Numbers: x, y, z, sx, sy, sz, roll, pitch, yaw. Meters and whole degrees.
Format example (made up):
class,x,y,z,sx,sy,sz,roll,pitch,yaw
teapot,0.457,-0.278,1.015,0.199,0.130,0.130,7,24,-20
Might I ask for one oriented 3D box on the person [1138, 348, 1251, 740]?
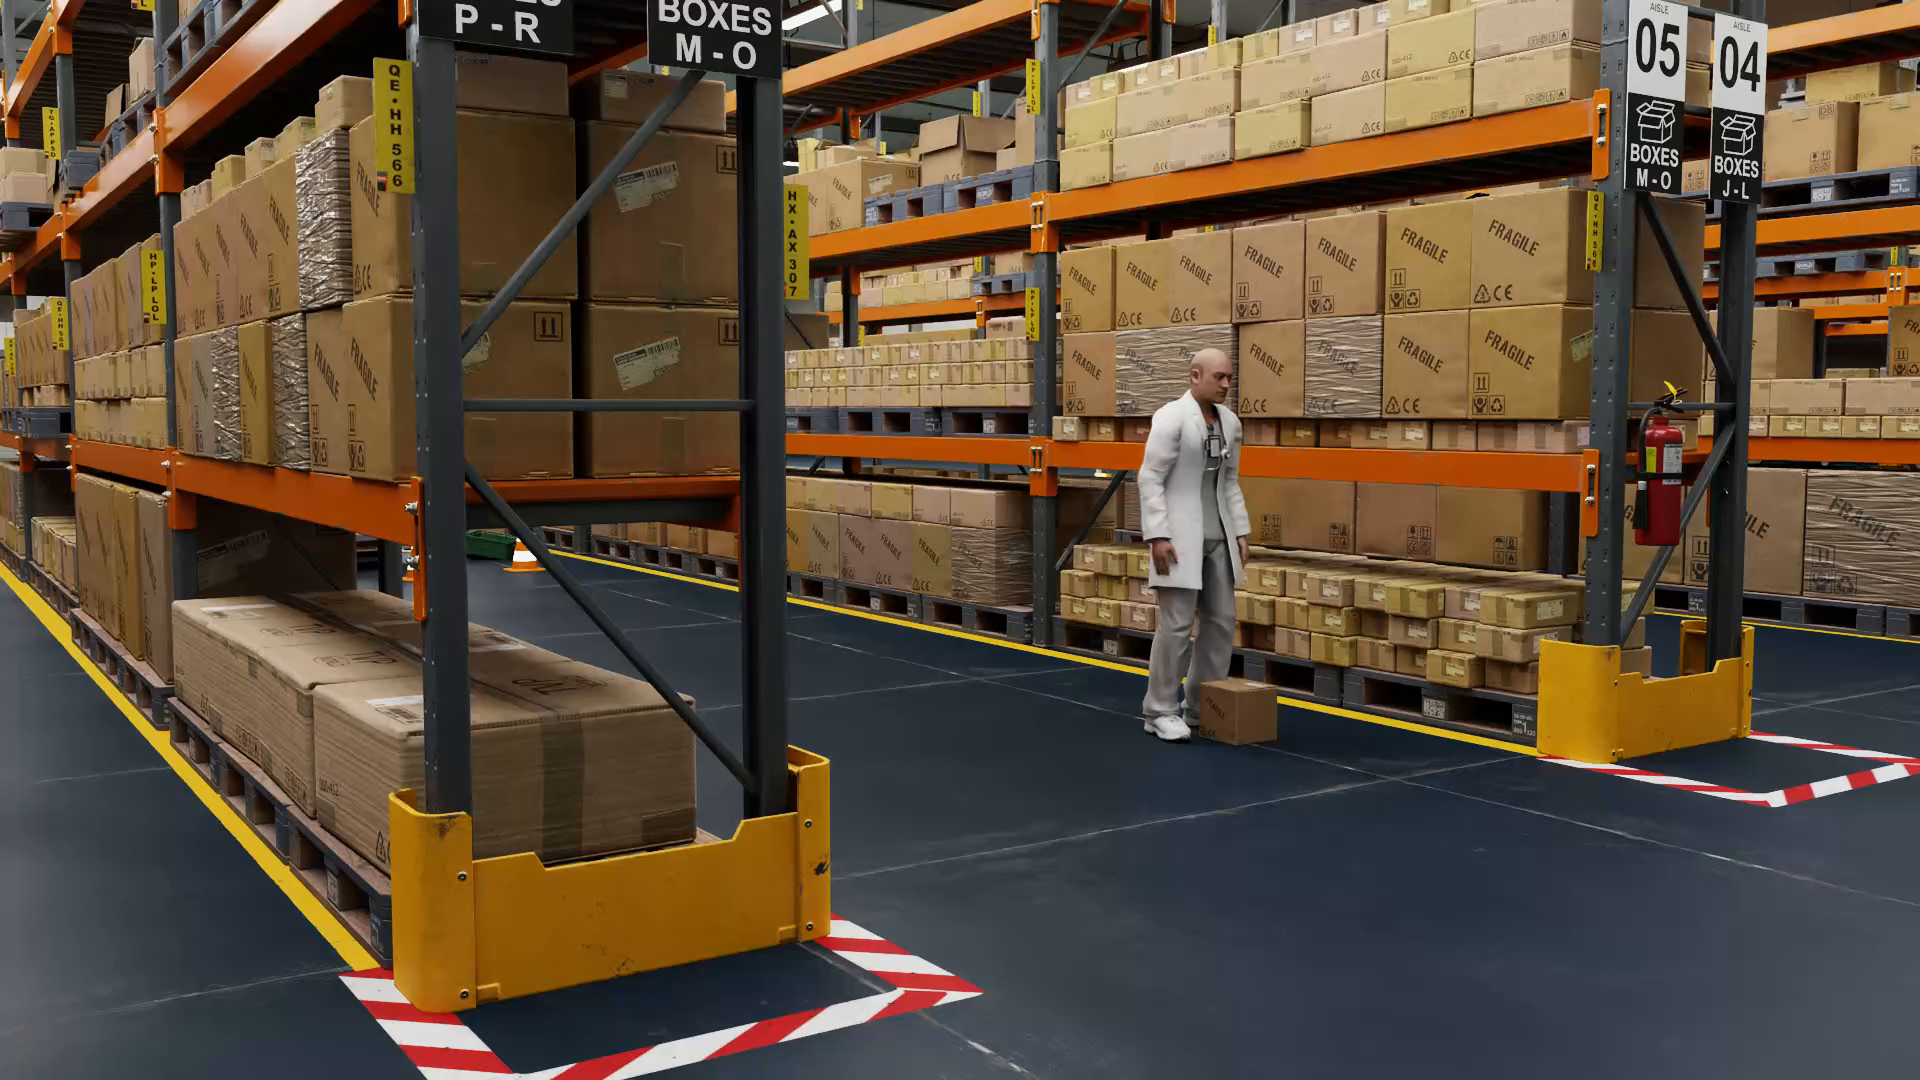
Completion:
class,x,y,z,sx,sy,sz,roll,pitch,yaw
person,1.097,0.006,7.687,0.653,1.774,0.418,-3,6,-37
